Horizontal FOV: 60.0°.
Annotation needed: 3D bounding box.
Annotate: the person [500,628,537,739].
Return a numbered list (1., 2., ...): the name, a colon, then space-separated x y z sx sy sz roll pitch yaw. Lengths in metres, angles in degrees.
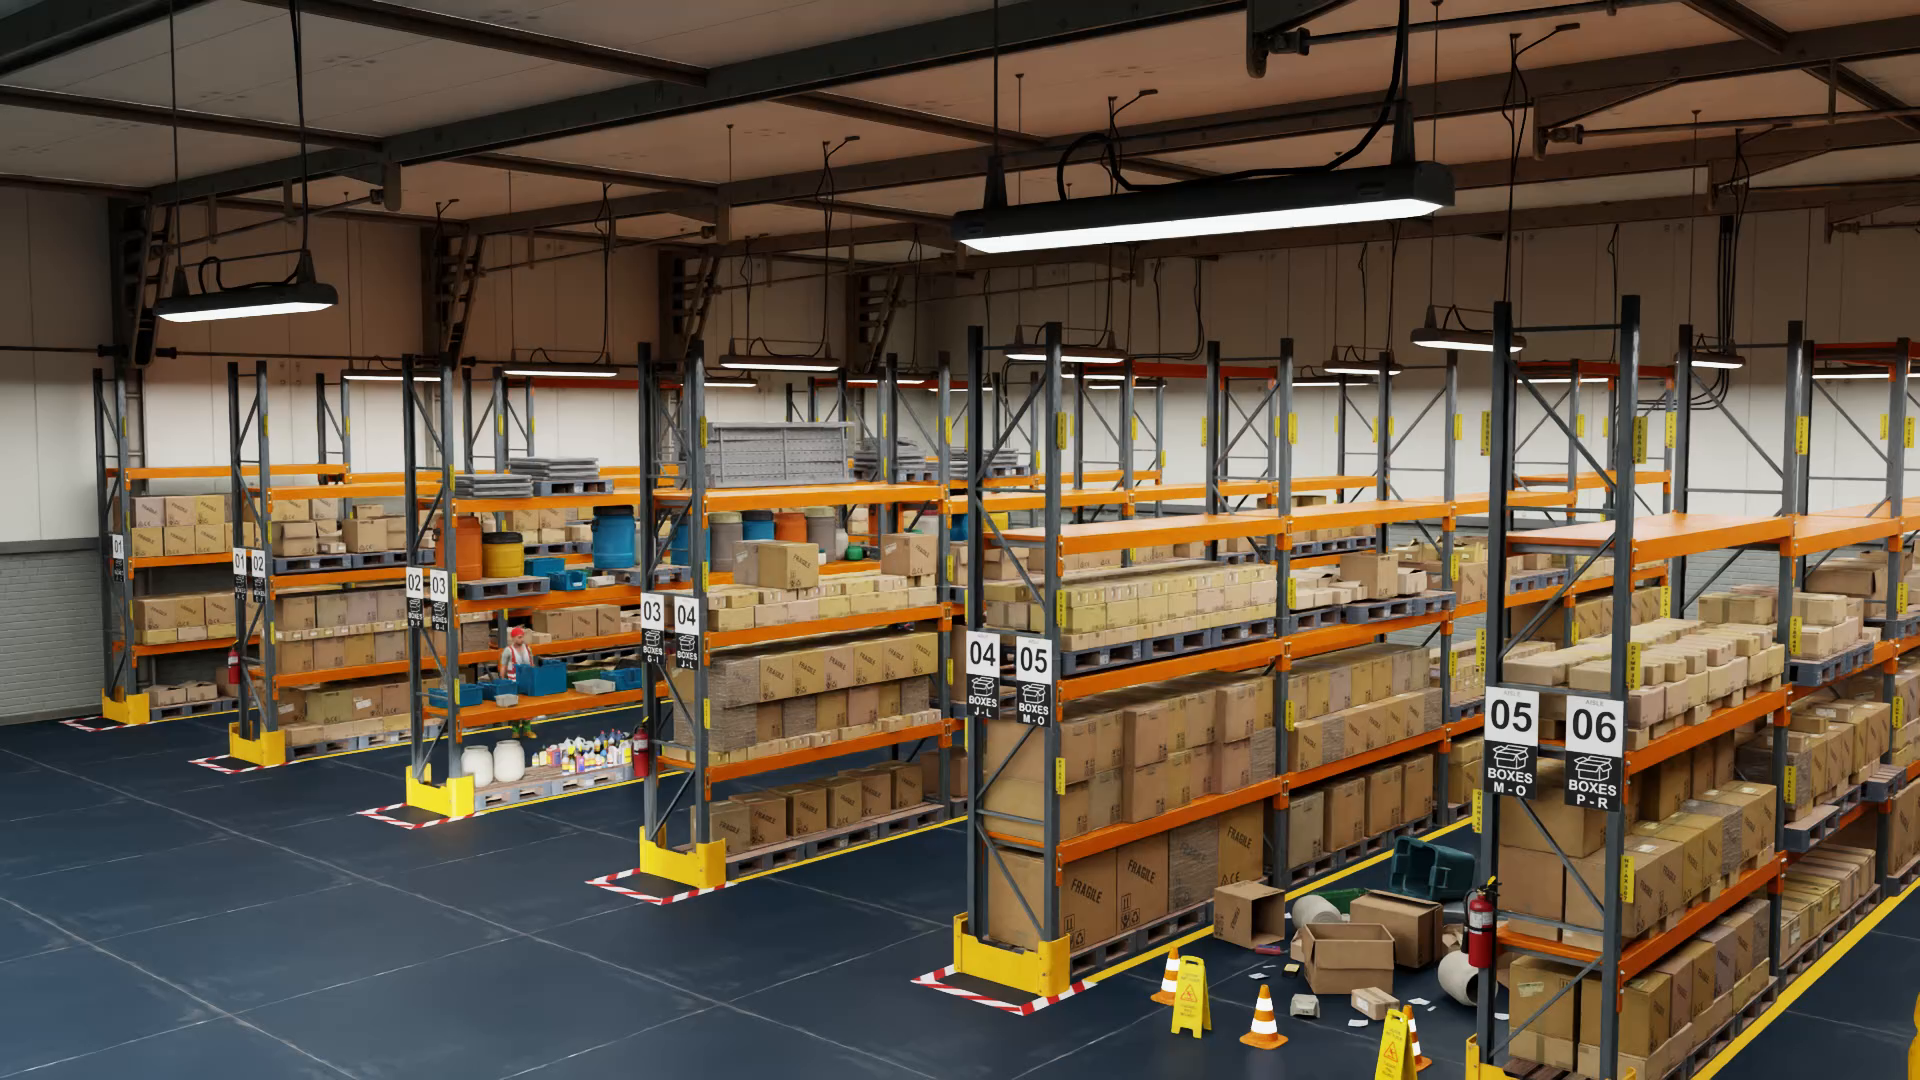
1. person: -7.093 2.298 26.772 0.647 1.794 0.359 -4 5 -40
